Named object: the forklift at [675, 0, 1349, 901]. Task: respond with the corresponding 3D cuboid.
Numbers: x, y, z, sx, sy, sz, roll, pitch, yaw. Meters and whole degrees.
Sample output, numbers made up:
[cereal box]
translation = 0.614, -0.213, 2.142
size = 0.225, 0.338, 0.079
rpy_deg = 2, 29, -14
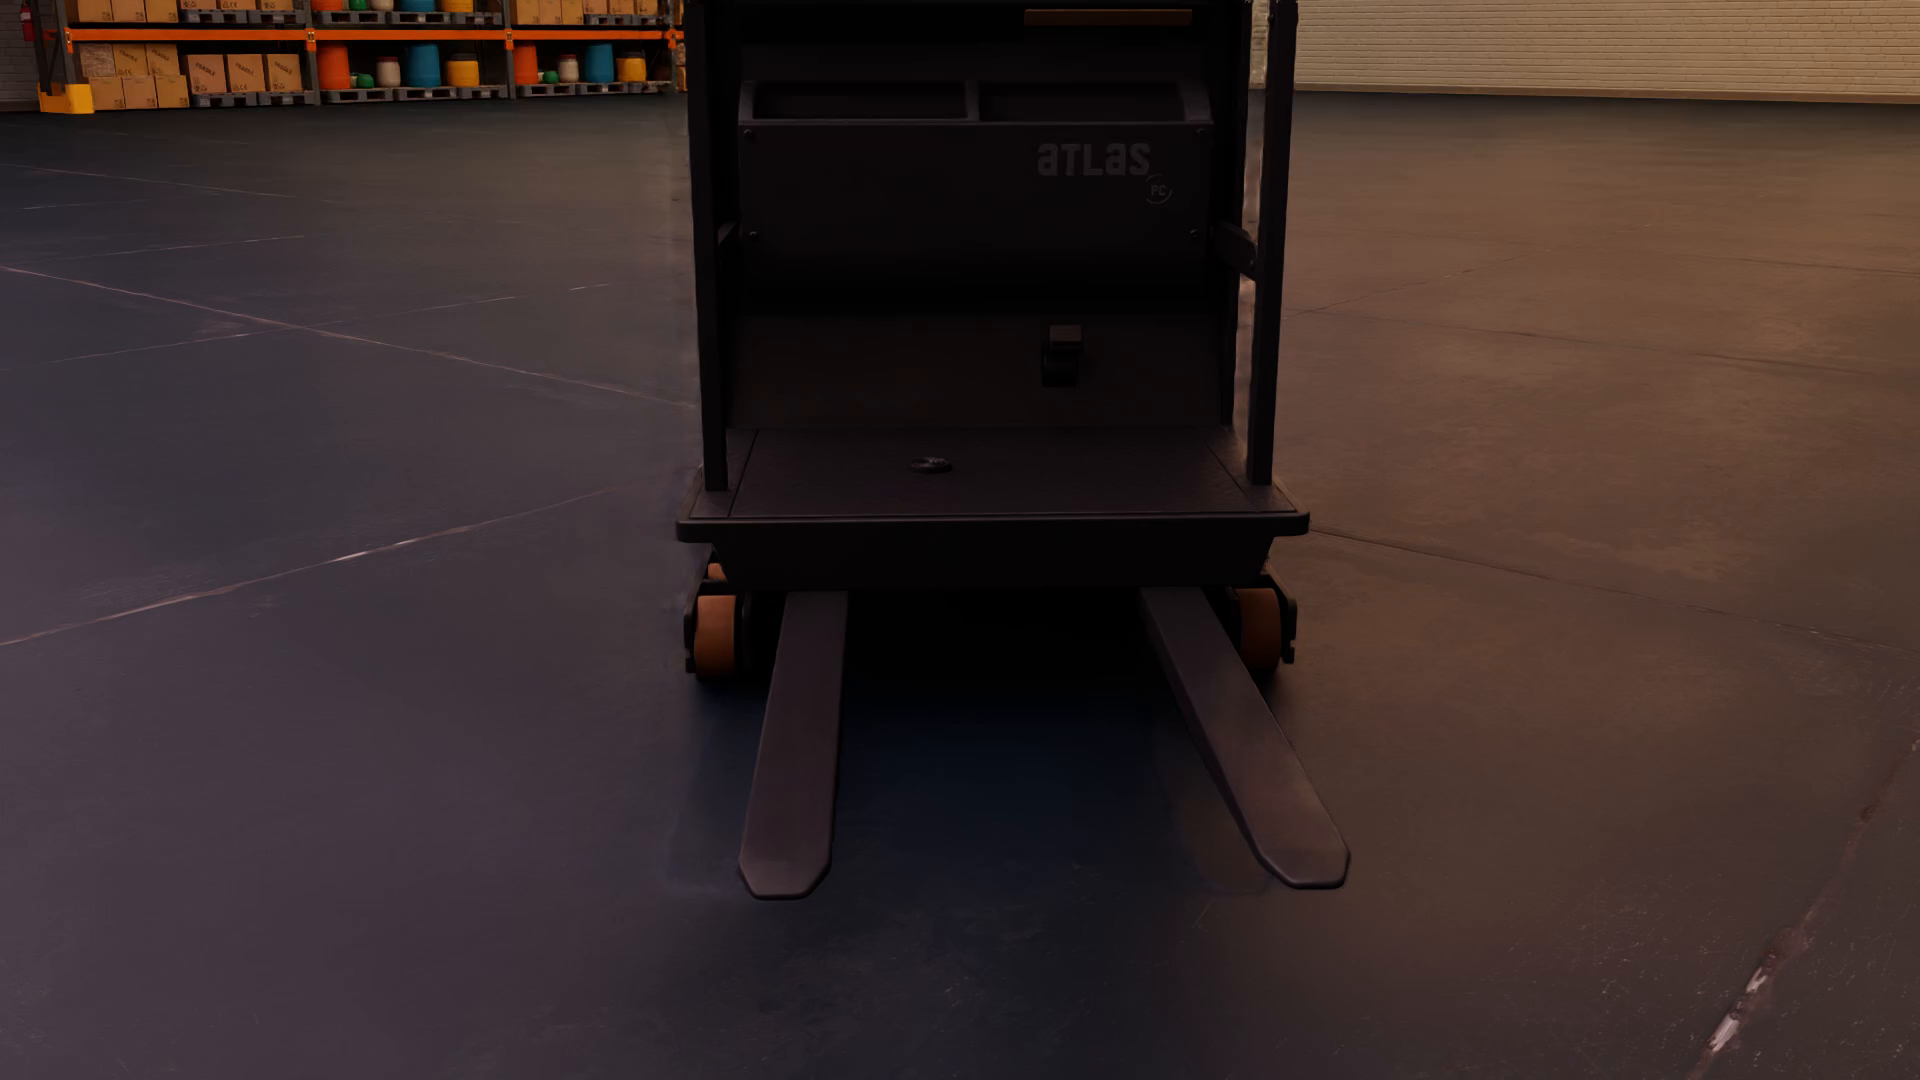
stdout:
[forklift]
translation = 0.041, -1.234, 2.962
size = 1.130, 2.935, 3.031
rpy_deg = -1, 17, -2
